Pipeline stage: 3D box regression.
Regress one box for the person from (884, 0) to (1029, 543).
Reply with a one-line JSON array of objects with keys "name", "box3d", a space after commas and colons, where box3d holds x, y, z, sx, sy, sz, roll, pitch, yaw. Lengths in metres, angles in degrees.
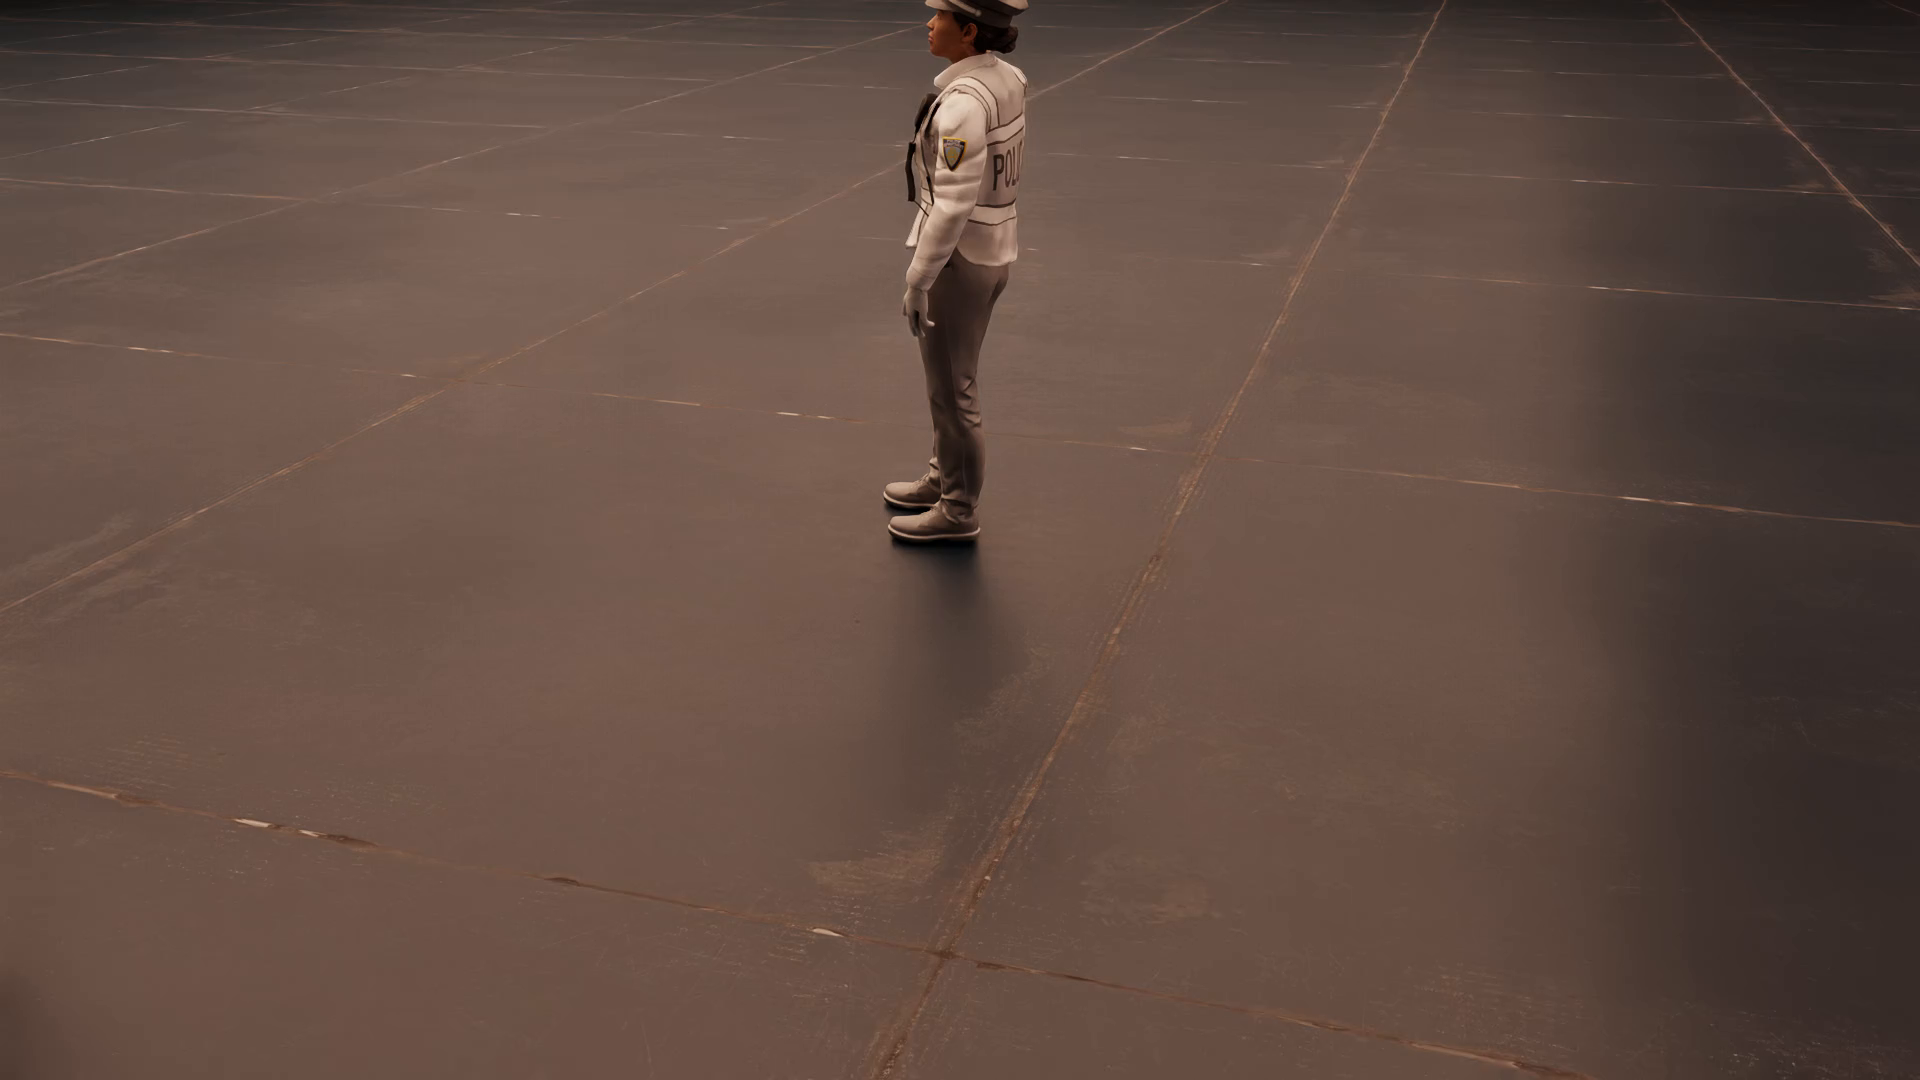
[{"name": "person", "box3d": [-0.064, -0.800, 4.820, 0.530, 1.694, 0.586, 7, 23, 16]}]
